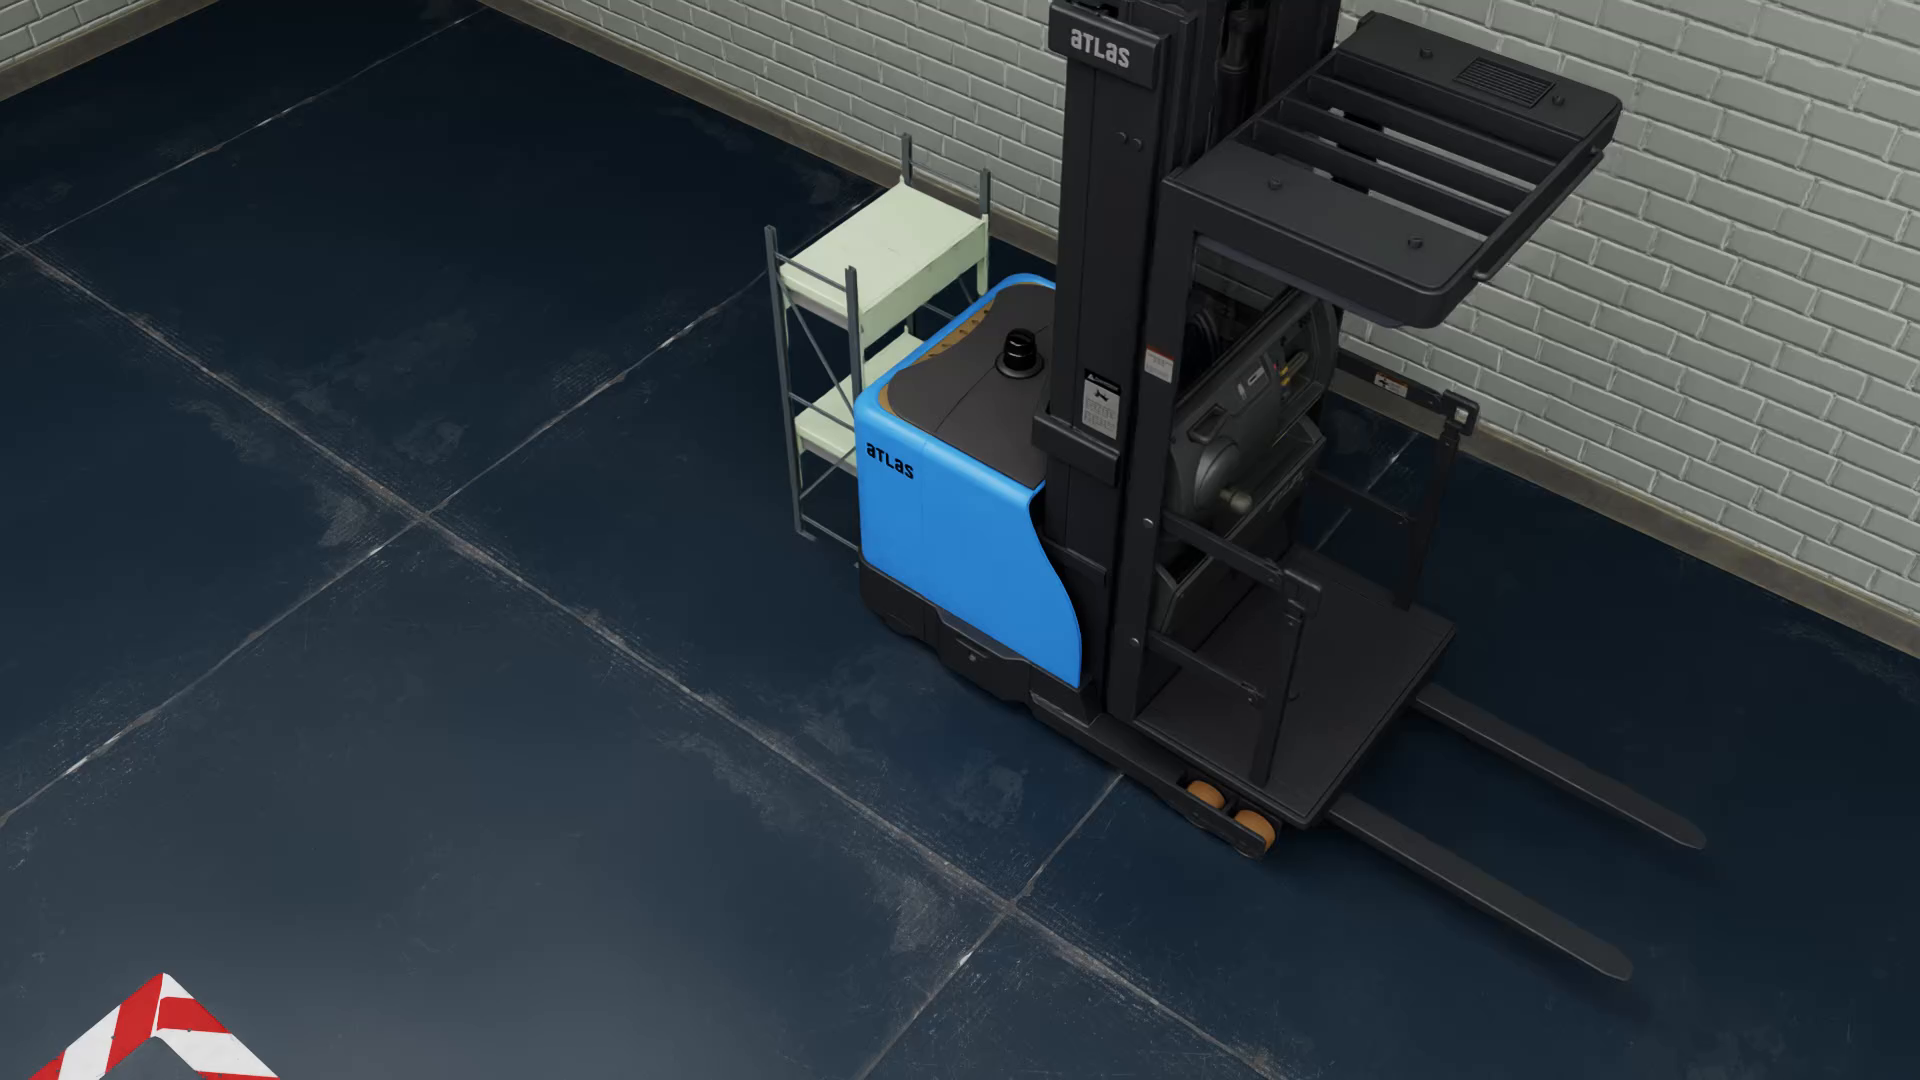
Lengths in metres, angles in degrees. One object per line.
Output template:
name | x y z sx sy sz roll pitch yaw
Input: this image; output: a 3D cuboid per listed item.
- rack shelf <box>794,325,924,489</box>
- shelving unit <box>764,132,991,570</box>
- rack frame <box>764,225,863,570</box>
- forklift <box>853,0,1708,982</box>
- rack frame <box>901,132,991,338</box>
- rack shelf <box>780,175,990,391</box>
rack shelf | -0.279 -0.451 6.594 0.431 0.370 0.720 30 53 25
shelving unit | -0.280 -0.676 6.358 0.431 1.500 0.755 30 53 25
rack frame | -0.507 -0.469 6.160 0.400 1.500 0.023 30 53 25
forklift | 1.083 -0.363 5.070 3.031 2.935 1.130 30 53 25
rack frame | -0.052 -0.883 6.556 0.400 1.500 0.023 30 53 25
rack shelf | -0.280 -0.946 6.076 0.431 0.370 0.720 30 53 25
